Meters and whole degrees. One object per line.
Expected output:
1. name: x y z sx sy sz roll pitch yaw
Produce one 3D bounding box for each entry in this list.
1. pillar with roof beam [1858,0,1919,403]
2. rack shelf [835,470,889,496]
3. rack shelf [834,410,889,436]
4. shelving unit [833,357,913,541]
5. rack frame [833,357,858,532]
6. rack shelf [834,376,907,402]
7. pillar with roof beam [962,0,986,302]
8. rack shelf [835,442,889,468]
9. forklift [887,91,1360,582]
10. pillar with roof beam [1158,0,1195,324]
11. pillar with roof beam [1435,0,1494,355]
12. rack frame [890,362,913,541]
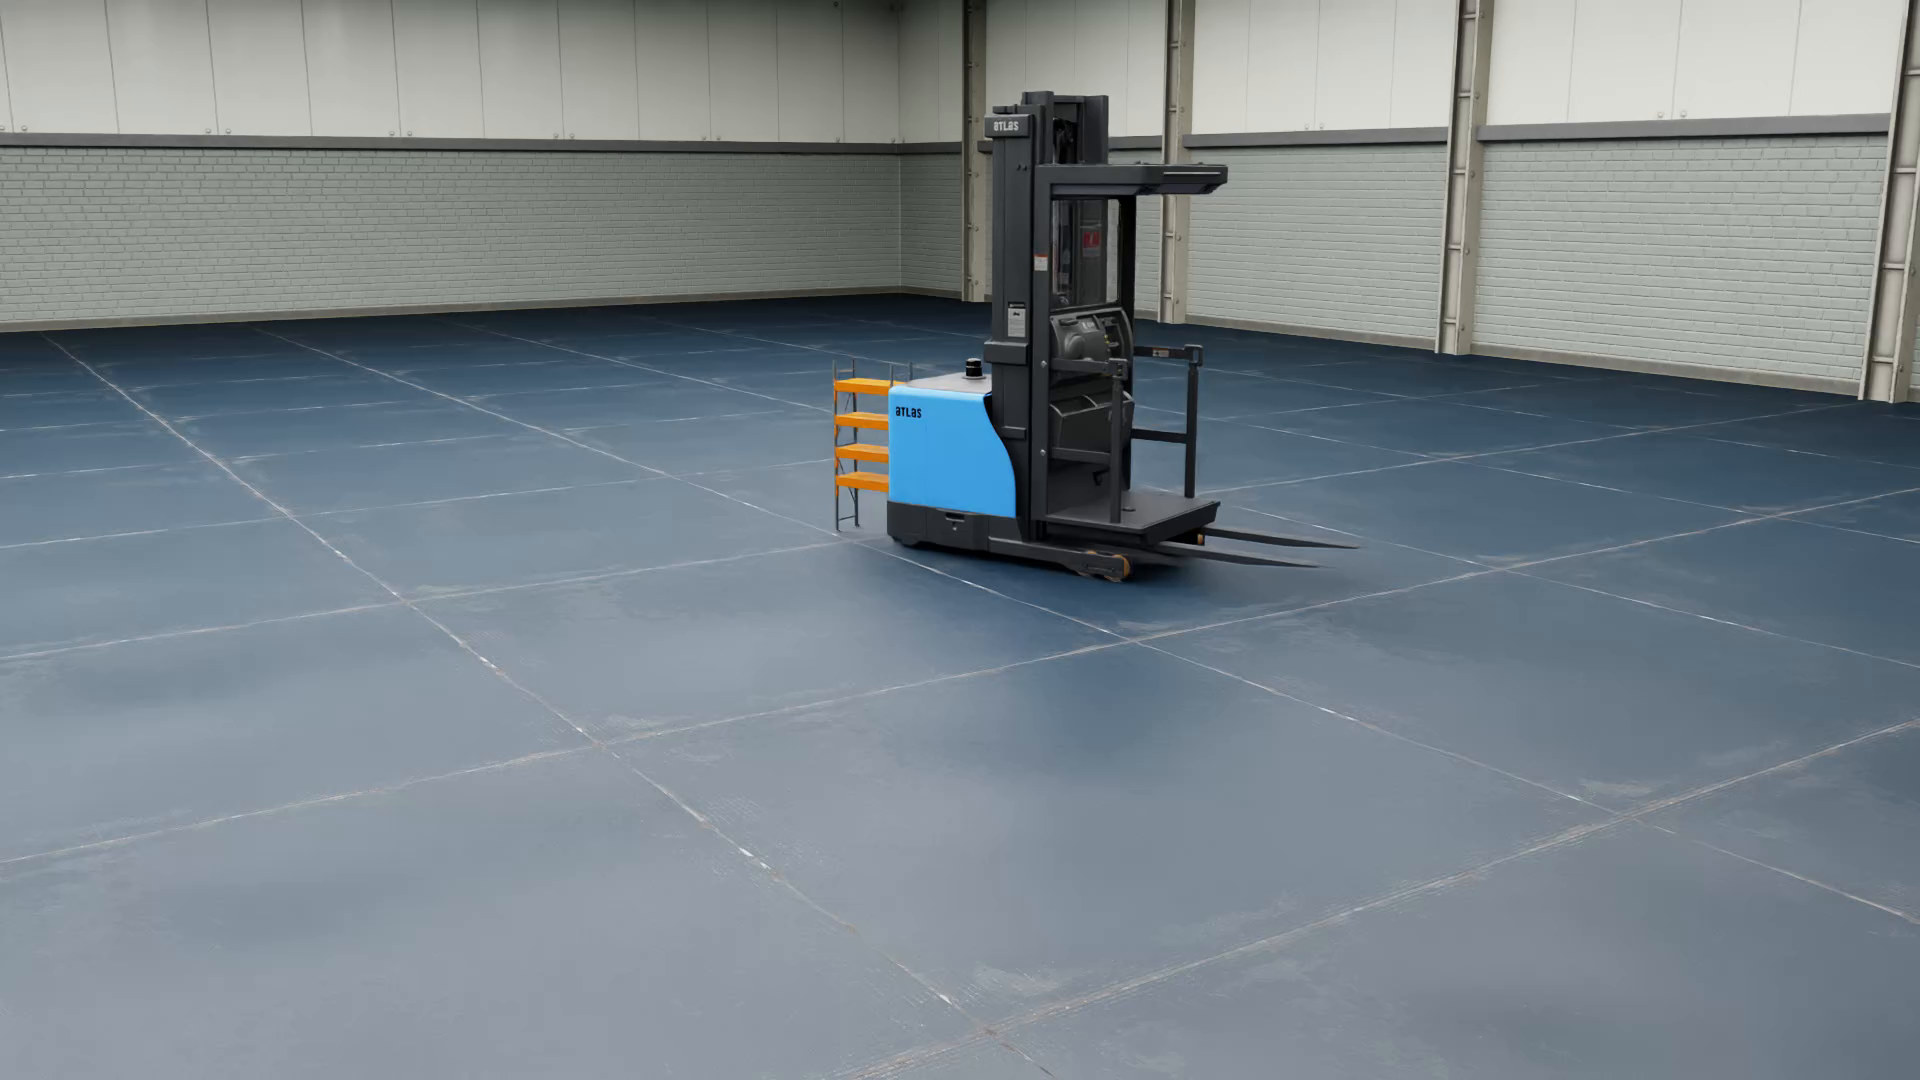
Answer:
1. pillar with roof beam: 6.660 -5.439 15.170 9.100 9.000 0.400 -8 15 -33
2. rack shelf: -0.595 -0.371 11.496 0.480 0.148 0.258 8 15 34
3. rack shelf: -0.595 -0.784 11.406 0.480 0.148 0.258 8 15 34
4. shelving unit: -0.595 -0.631 11.439 0.503 1.200 0.258 8 15 34
5. rack frame: -0.795 -0.661 11.575 0.015 1.200 0.240 8 15 34
6. rack shelf: -0.595 -1.015 11.355 0.480 0.148 0.258 8 15 34
7. pillar with roof beam: -3.313 -8.640 29.809 9.100 9.000 0.400 -8 15 -33
8. rack shelf: -0.595 -0.565 11.454 0.480 0.148 0.258 8 15 34
9. forklift: 1.011 -1.304 10.465 3.031 2.935 1.130 8 15 34
10. pillar with roof beam: 0.011 -7.573 24.929 9.100 9.000 0.400 -8 15 -33
11. pillar with roof beam: 3.336 -6.506 20.050 9.100 9.000 0.400 -8 15 -33
12. rack frame: -0.394 -0.601 11.304 0.015 1.200 0.240 8 15 34
